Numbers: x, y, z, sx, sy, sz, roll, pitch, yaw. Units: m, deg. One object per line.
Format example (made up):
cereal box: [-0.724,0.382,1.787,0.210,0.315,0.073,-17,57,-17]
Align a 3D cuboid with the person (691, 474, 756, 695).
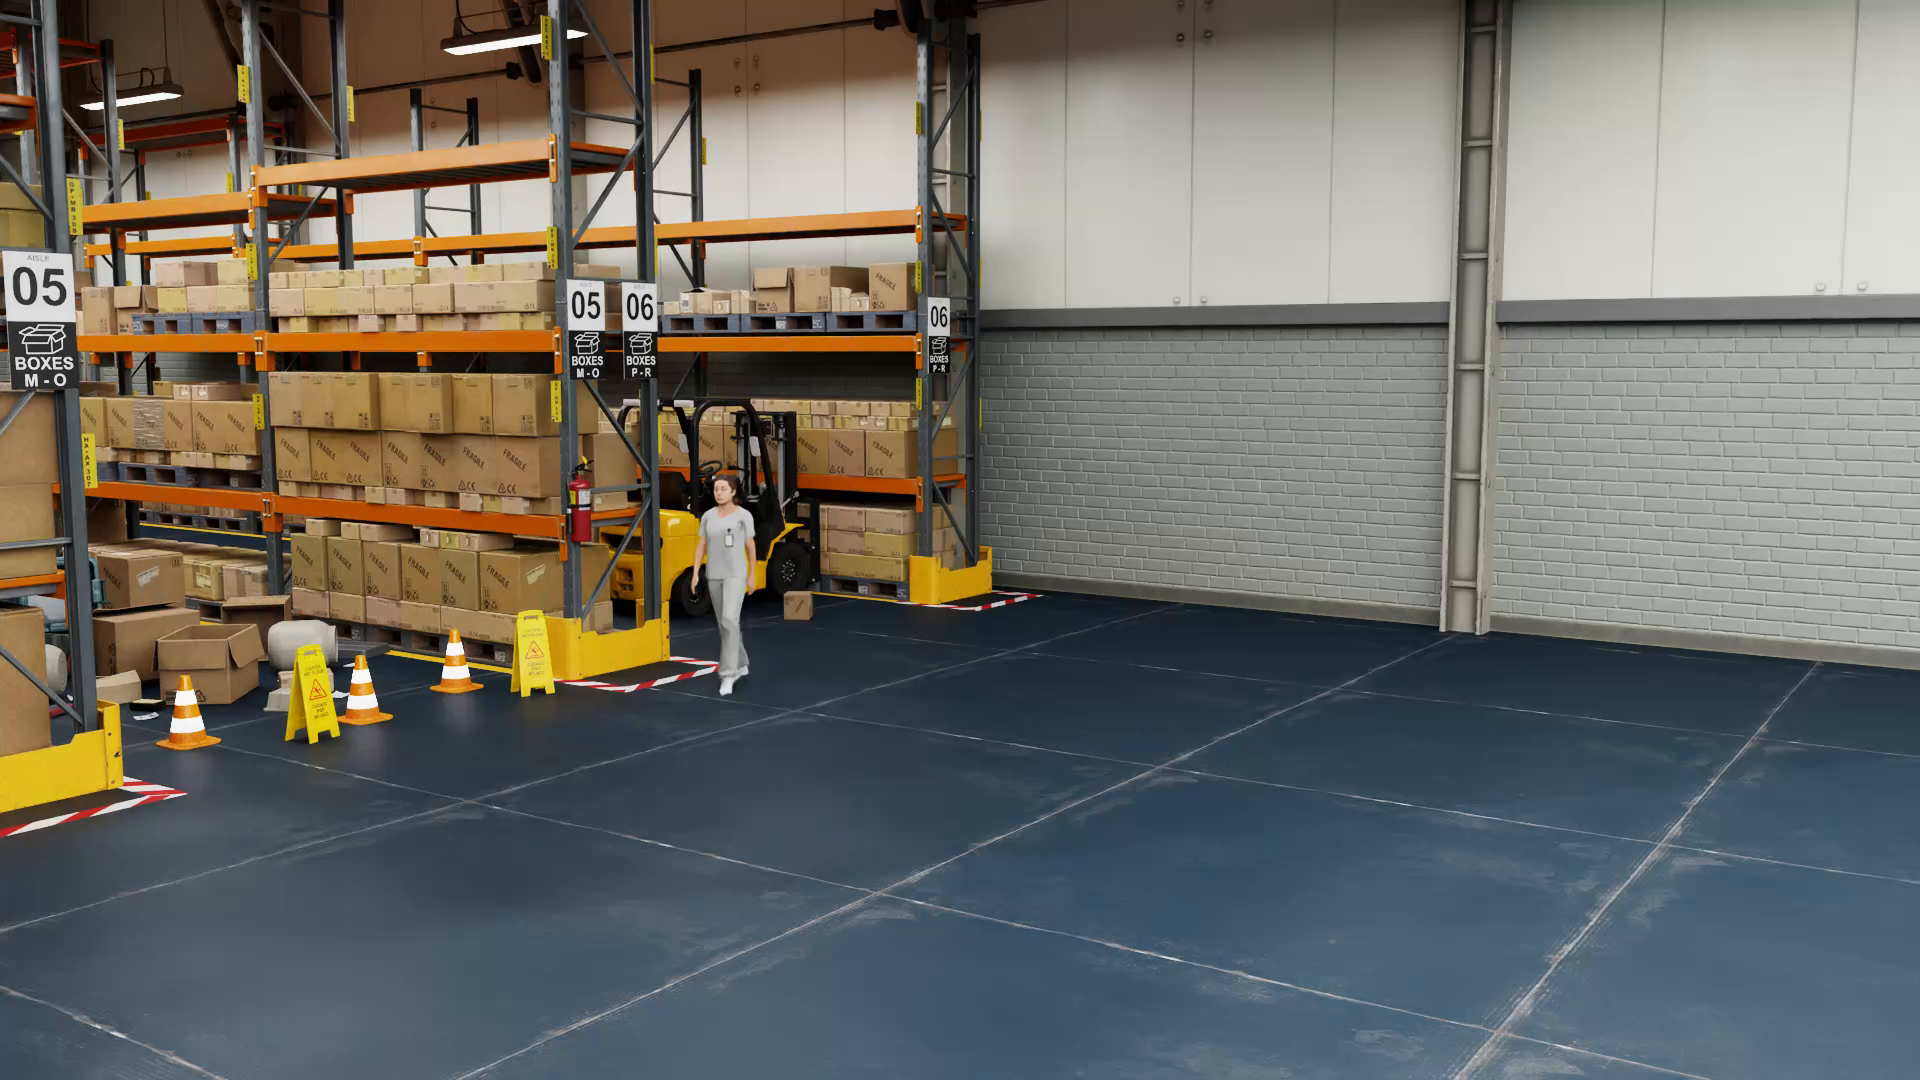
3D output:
person: [-1.864,0.340,13.080,0.455,1.719,0.664,2,7,18]
